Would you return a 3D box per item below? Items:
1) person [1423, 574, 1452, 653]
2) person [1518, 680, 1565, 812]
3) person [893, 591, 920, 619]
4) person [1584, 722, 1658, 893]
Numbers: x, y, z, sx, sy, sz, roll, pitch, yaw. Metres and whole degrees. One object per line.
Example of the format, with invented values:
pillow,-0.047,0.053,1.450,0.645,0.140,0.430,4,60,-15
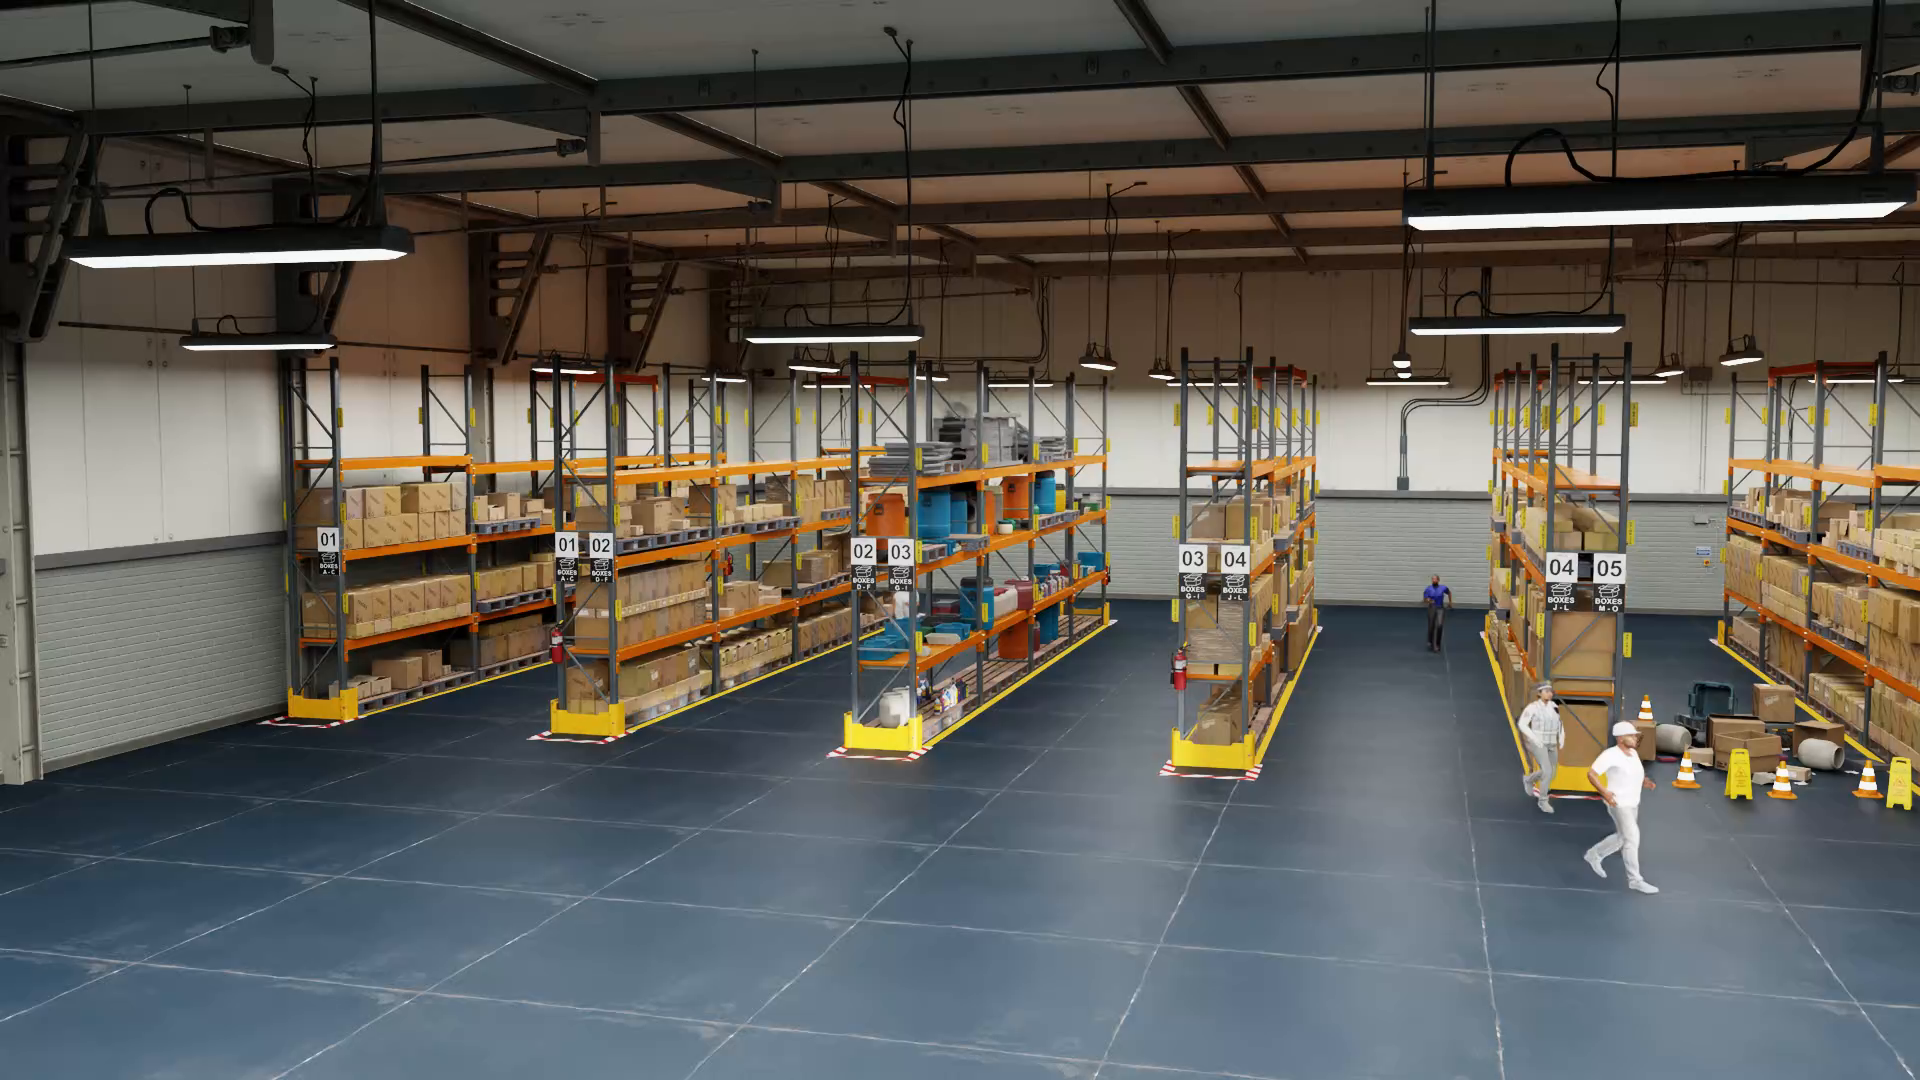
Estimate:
person,10.228,1.564,35.671,0.583,1.675,0.867,1,4,19
person,7.463,2.616,21.398,0.665,1.674,0.629,-2,5,-24
person,-1.131,1.595,34.538,0.594,1.640,0.893,0,4,5
person,7.051,2.804,17.699,0.688,1.754,0.871,-4,6,-42
